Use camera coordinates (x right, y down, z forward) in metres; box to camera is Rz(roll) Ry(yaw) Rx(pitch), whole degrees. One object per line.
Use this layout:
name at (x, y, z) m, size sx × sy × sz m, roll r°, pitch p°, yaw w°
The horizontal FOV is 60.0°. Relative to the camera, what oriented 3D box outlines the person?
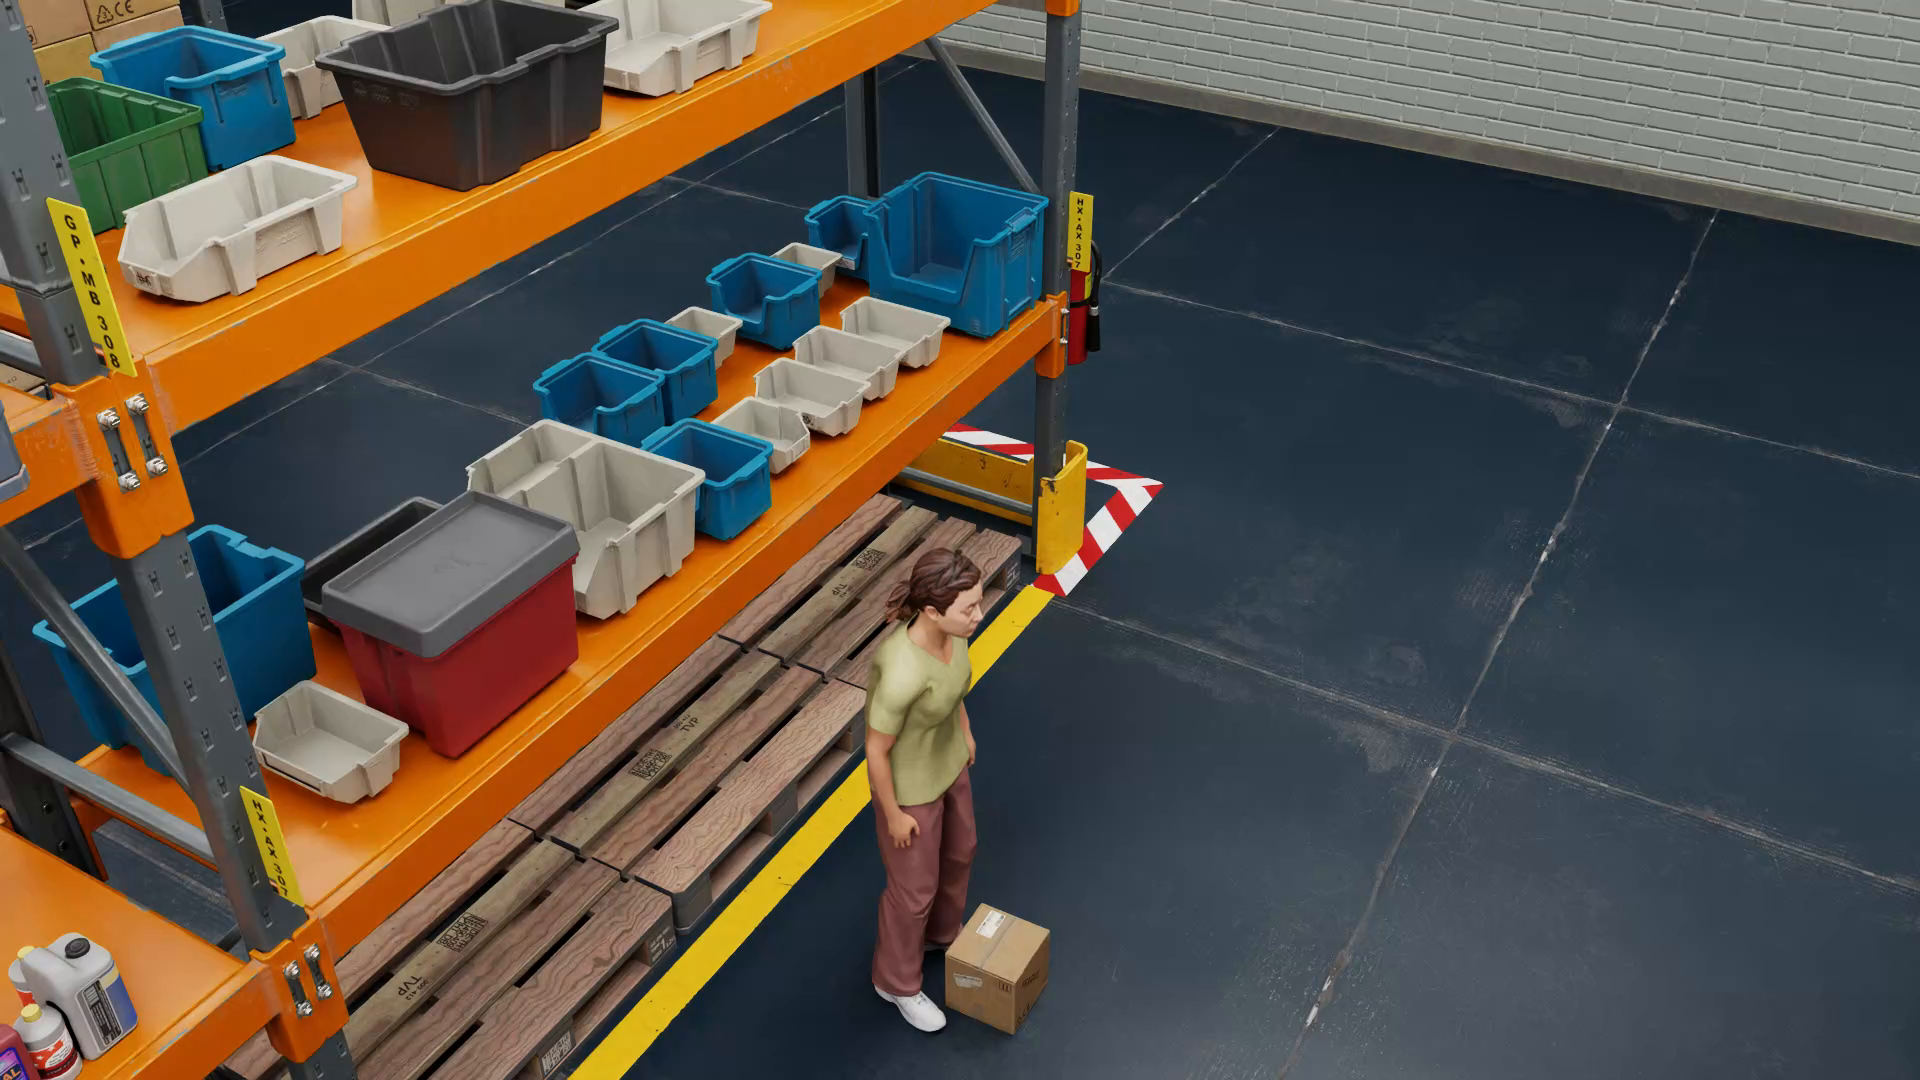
person at (-0.095, 0.825, 5.141) m, size 0.352 × 1.438 × 0.515 m, roll 17°, pitch 38°, yaw 23°
